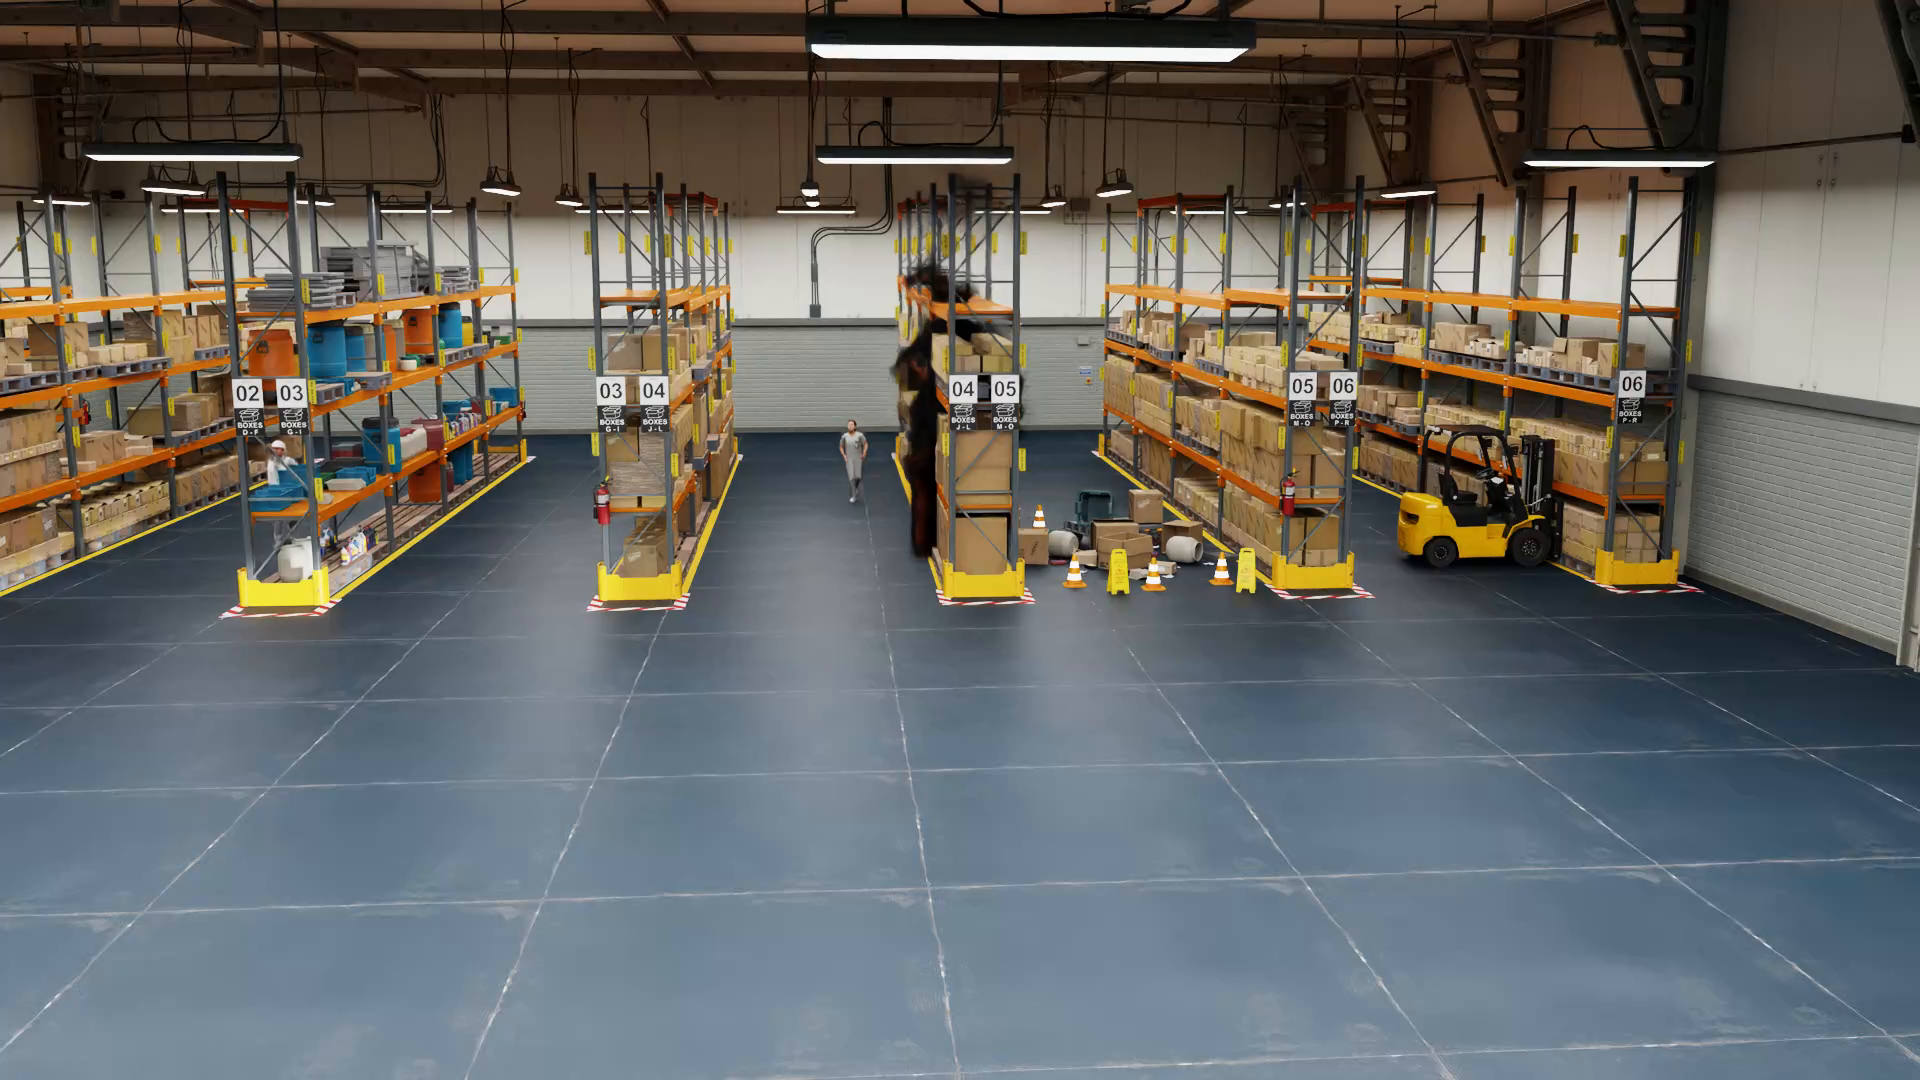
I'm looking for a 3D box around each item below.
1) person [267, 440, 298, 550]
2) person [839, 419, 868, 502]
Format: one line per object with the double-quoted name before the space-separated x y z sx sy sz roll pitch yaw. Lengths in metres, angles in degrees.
"person" -11.396 -0.787 28.058 0.638 1.813 0.871 -1 10 -5
"person" -2.111 -1.572 32.947 0.572 1.632 0.529 0 10 0
